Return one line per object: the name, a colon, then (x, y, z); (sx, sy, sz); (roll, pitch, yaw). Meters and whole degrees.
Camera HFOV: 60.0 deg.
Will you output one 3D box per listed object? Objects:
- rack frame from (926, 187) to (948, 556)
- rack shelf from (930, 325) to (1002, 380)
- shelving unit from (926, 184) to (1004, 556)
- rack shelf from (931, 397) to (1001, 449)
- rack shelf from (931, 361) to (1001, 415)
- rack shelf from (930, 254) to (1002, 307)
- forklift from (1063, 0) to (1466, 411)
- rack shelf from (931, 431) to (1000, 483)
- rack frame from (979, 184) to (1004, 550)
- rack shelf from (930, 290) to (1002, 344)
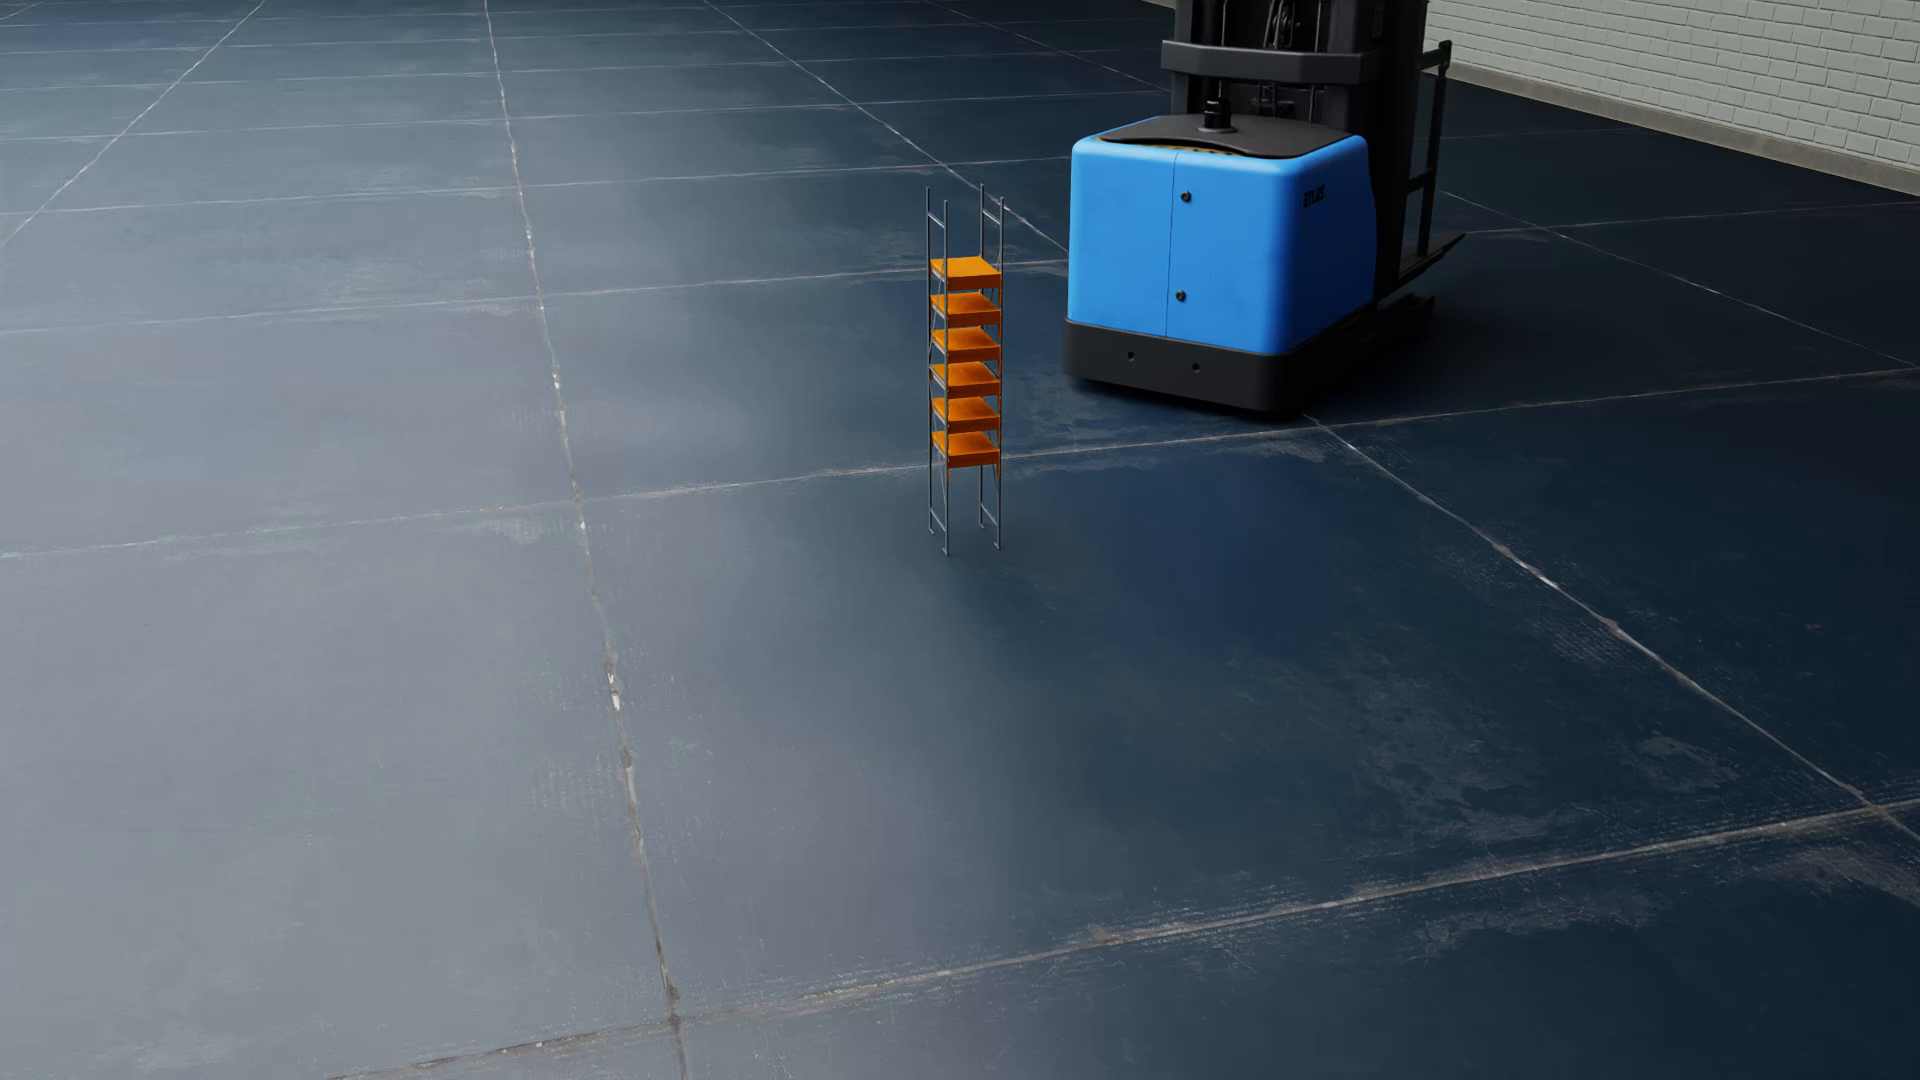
rack frame: (-0.074, -0.543, 5.494); (0.006, 1.200, 0.240); (-6, 24, -14)
rack shelf: (0.014, -0.622, 5.487); (0.180, 0.103, 0.258); (-6, 24, -14)
shelving unit: (0.014, -0.553, 5.517); (0.189, 1.200, 0.258); (-6, 24, -14)
rack shelf: (0.014, -0.402, 5.582); (0.180, 0.103, 0.258); (-6, 24, -14)
rack shelf: (0.014, -0.512, 5.535); (0.180, 0.103, 0.258); (-6, 24, -14)
rack shelf: (0.014, -0.843, 5.393); (0.180, 0.103, 0.258); (-6, 24, -14)
forklift: (1.671, -2.402, 7.632); (1.130, 2.935, 3.031); (14, 27, 30)
rack shelf: (0.014, -0.292, 5.629); (0.180, 0.103, 0.258); (-6, 24, -14)
rack frame: (0.102, -0.563, 5.540); (0.006, 1.200, 0.240); (-6, 24, -14)
rack shelf: (0.014, -0.733, 5.440); (0.180, 0.103, 0.258); (-6, 24, -14)
